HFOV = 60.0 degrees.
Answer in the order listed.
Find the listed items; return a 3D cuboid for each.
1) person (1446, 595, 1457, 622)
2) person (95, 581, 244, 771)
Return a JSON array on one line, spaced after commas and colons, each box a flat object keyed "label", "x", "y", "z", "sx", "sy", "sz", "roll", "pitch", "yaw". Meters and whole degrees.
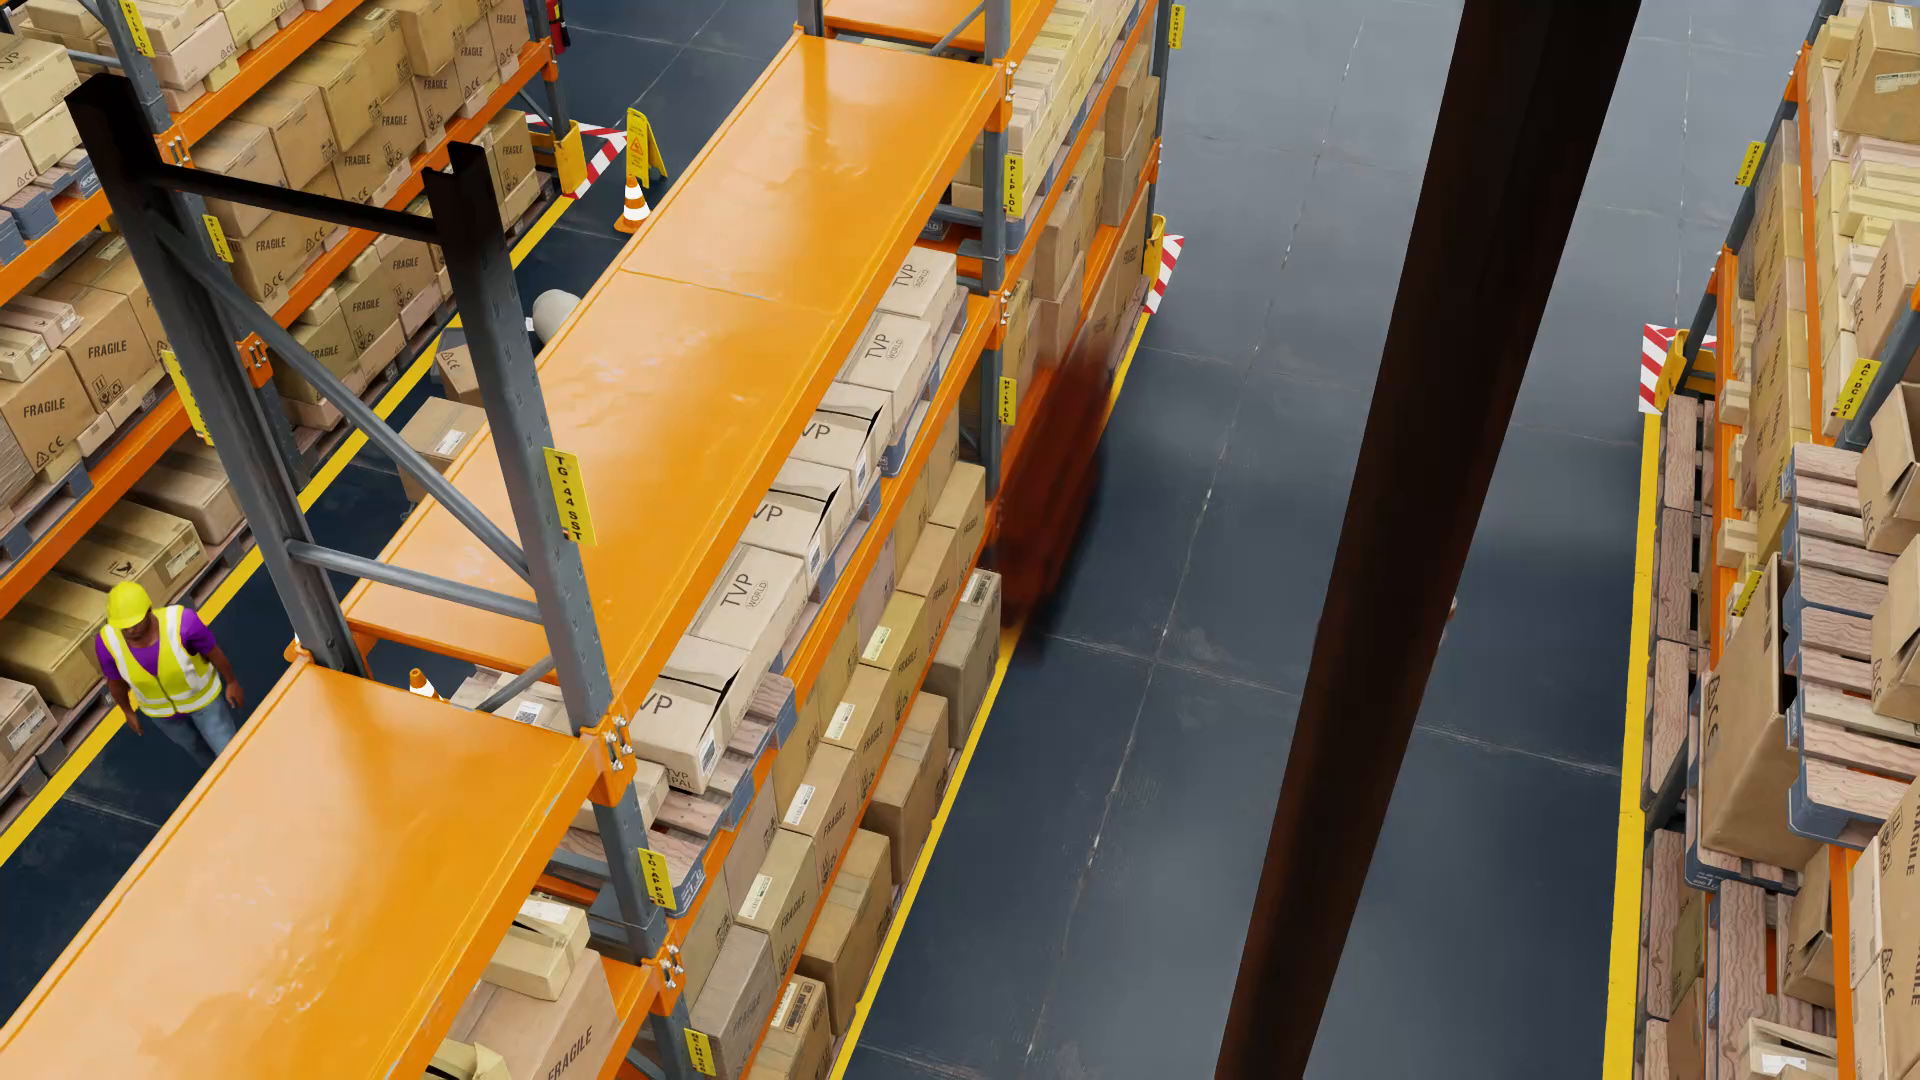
[{"label": "person", "x": 2.356, "y": 0.569, "z": 9.304, "sx": 0.648, "sy": 1.599, "sz": 0.721, "roll": 20, "pitch": 49, "yaw": 18}, {"label": "person", "x": -4.245, "y": 0.878, "z": 9.058, "sx": 0.612, "sy": 1.786, "sz": 0.407, "roll": -10, "pitch": 47, "yaw": -10}]
